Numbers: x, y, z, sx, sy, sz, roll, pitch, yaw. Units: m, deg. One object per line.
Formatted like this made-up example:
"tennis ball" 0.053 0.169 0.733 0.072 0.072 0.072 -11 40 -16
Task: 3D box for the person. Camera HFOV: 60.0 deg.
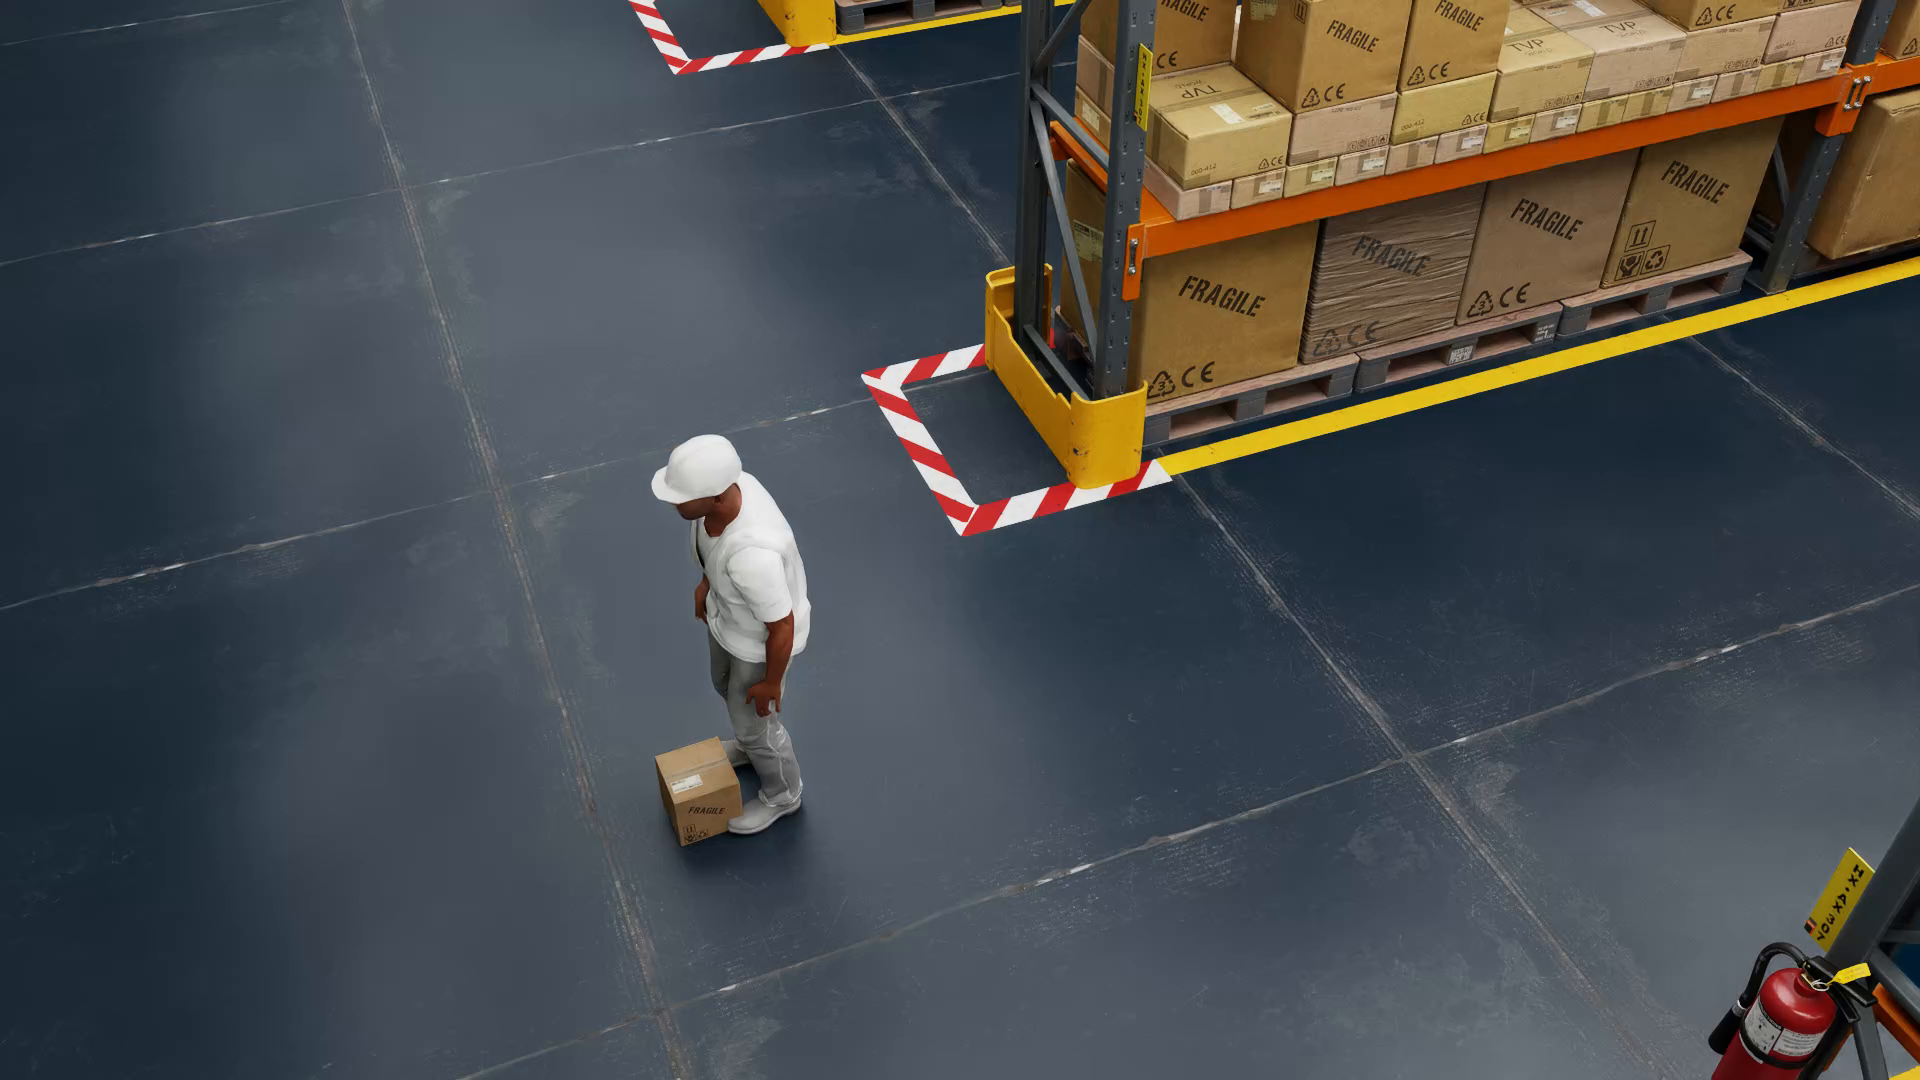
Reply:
"person" -0.765 0.317 5.788 0.461 1.759 0.634 -18 45 -19
